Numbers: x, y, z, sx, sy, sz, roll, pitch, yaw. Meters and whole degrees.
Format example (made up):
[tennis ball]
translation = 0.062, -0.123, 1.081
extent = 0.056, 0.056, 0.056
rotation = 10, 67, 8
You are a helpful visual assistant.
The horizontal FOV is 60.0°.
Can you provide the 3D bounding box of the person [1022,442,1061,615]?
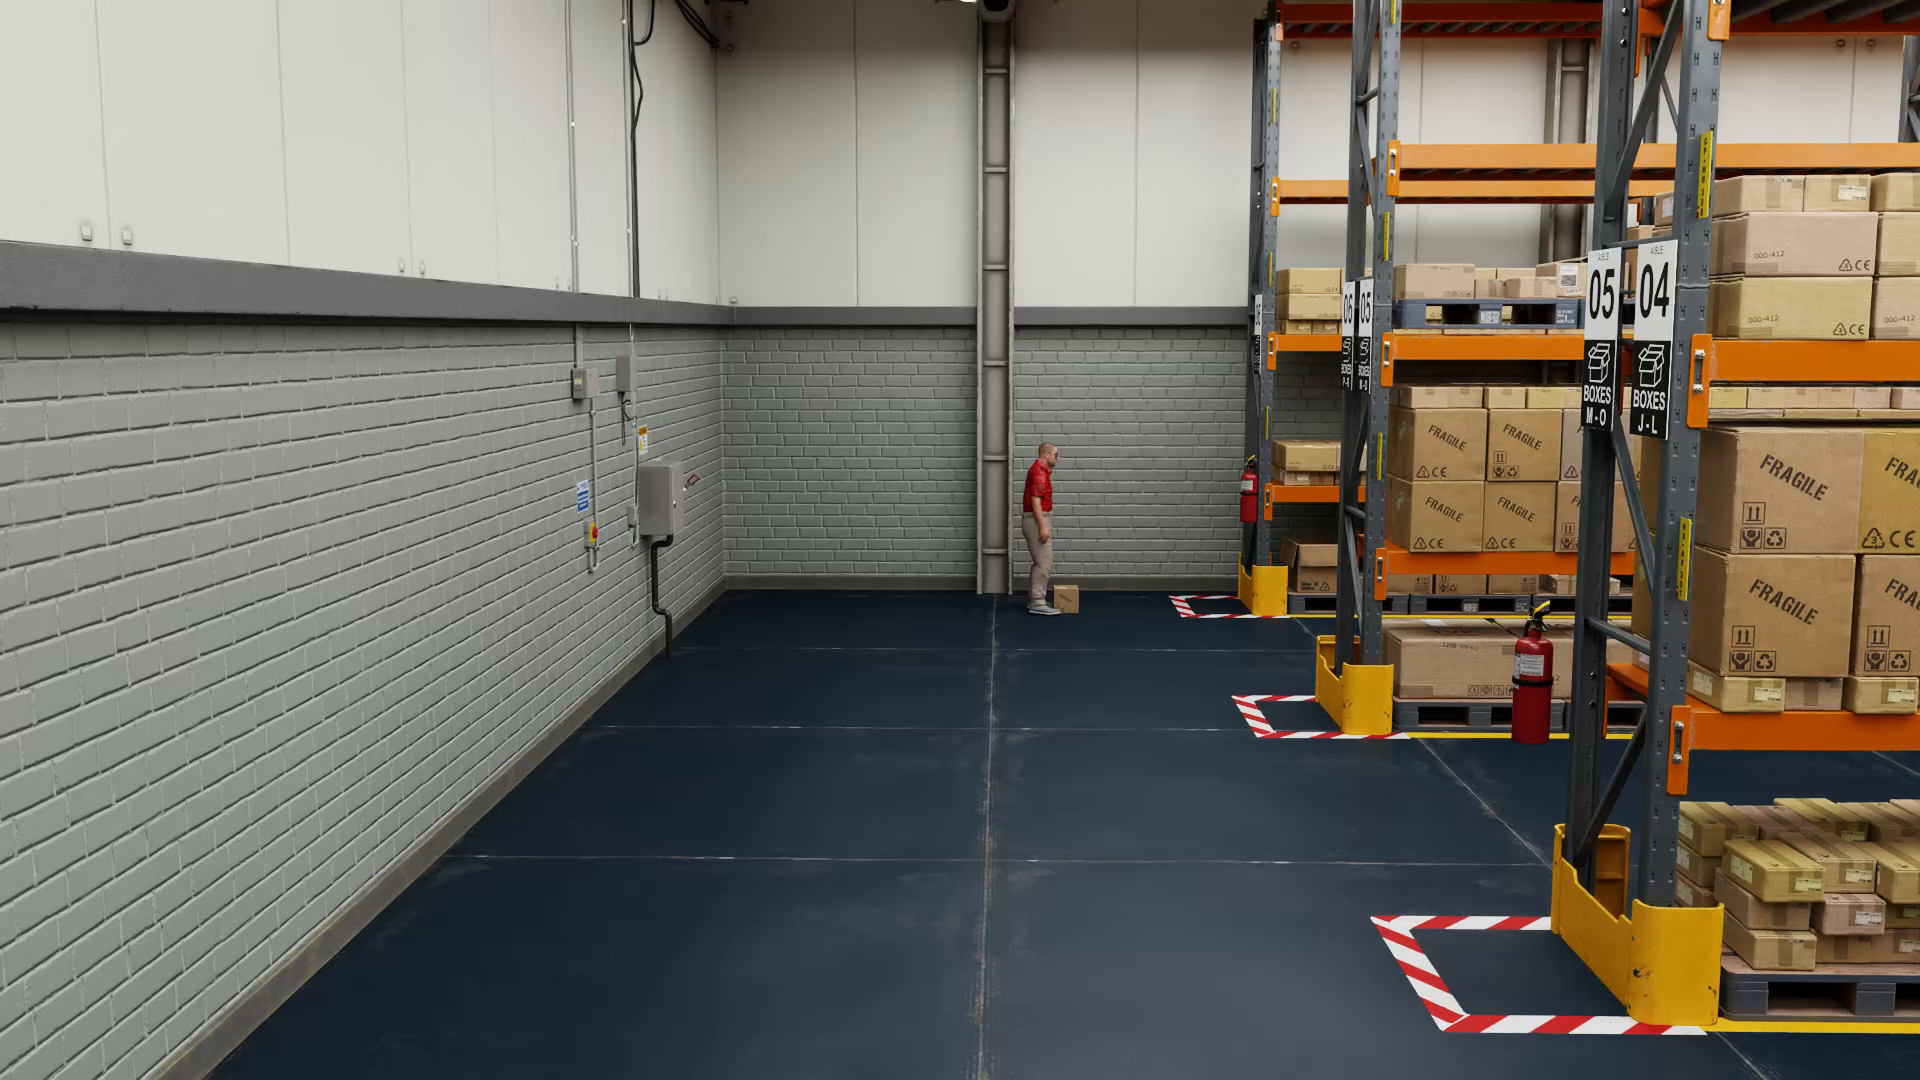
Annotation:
[person]
translation = 0.824, -0.130, 16.859
extent = 0.396, 1.726, 0.585
rotation = 0, 7, 1
